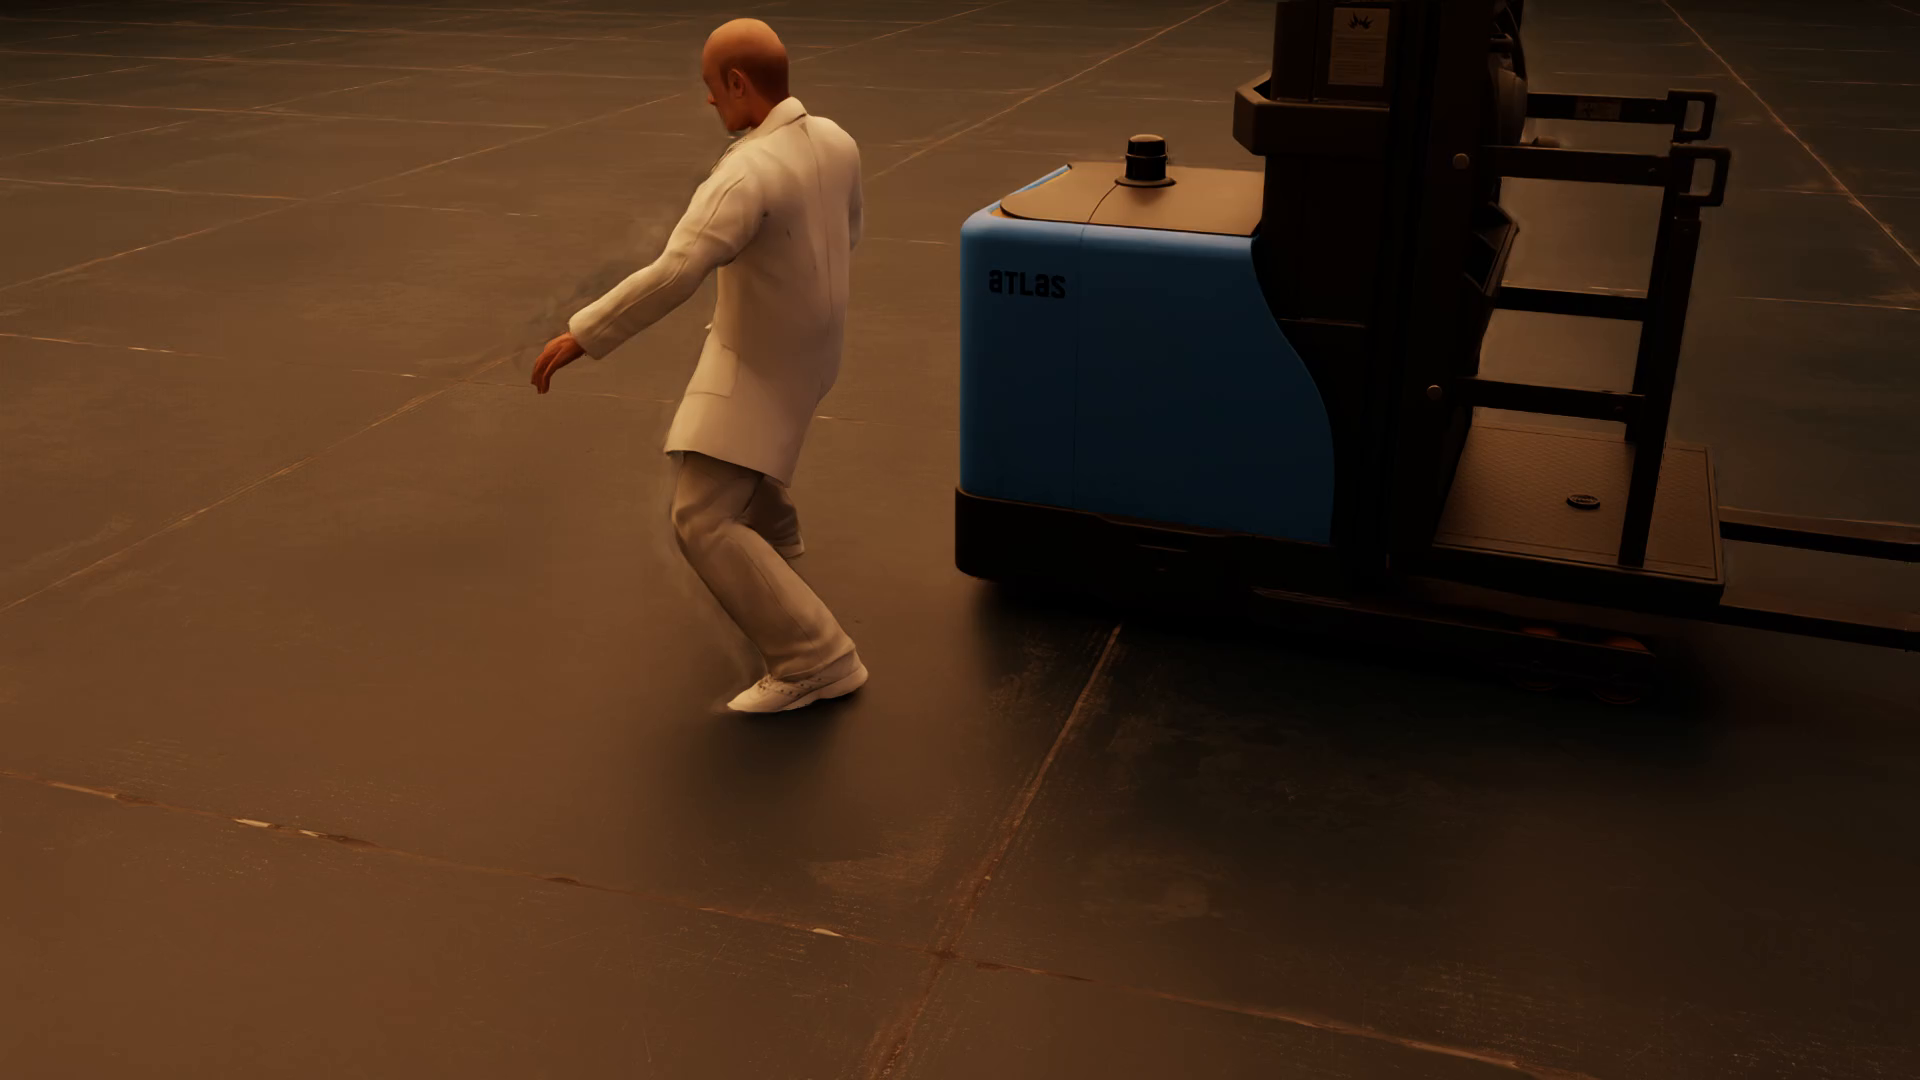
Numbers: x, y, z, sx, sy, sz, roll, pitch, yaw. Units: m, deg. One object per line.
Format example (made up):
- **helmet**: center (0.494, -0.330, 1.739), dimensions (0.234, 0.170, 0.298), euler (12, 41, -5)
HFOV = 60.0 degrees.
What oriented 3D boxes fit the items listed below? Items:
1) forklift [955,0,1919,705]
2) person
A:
- **forklift**: center (1.557, -1.175, 4.126), dimensions (3.031, 2.935, 1.130), euler (8, 24, 19)
- **person**: center (-0.561, -0.467, 4.220), dimensions (0.891, 1.645, 1.016), euler (9, 24, 22)
